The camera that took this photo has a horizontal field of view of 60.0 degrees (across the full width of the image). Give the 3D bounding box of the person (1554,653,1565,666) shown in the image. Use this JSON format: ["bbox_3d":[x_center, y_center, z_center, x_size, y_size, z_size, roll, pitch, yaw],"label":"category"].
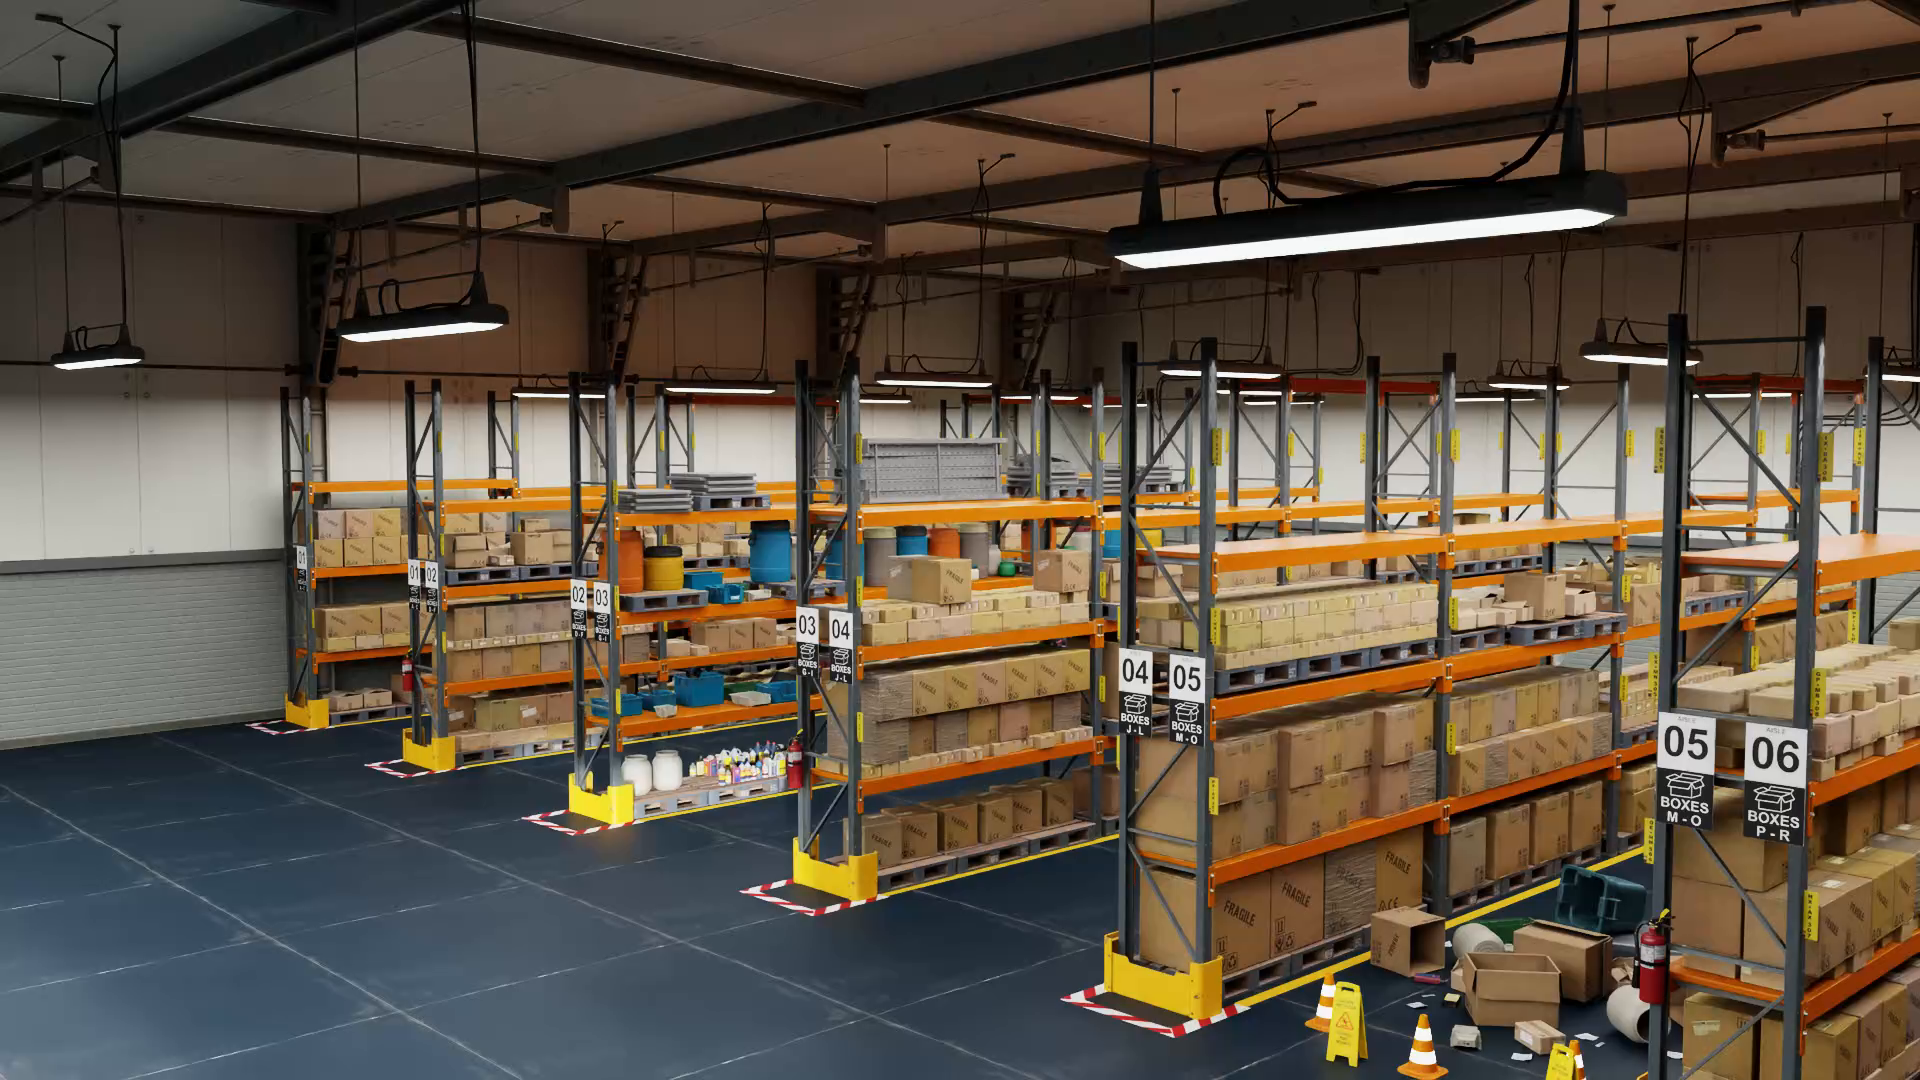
[{"bbox_3d":[10.950,2.391,30.628,0.832,1.635,0.548,1,4,22],"label":"person"}]

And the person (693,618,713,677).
[{"bbox_3d":[-5.014,2.295,32.720,0.610,1.556,0.560,2,4,31],"label":"person"}]
